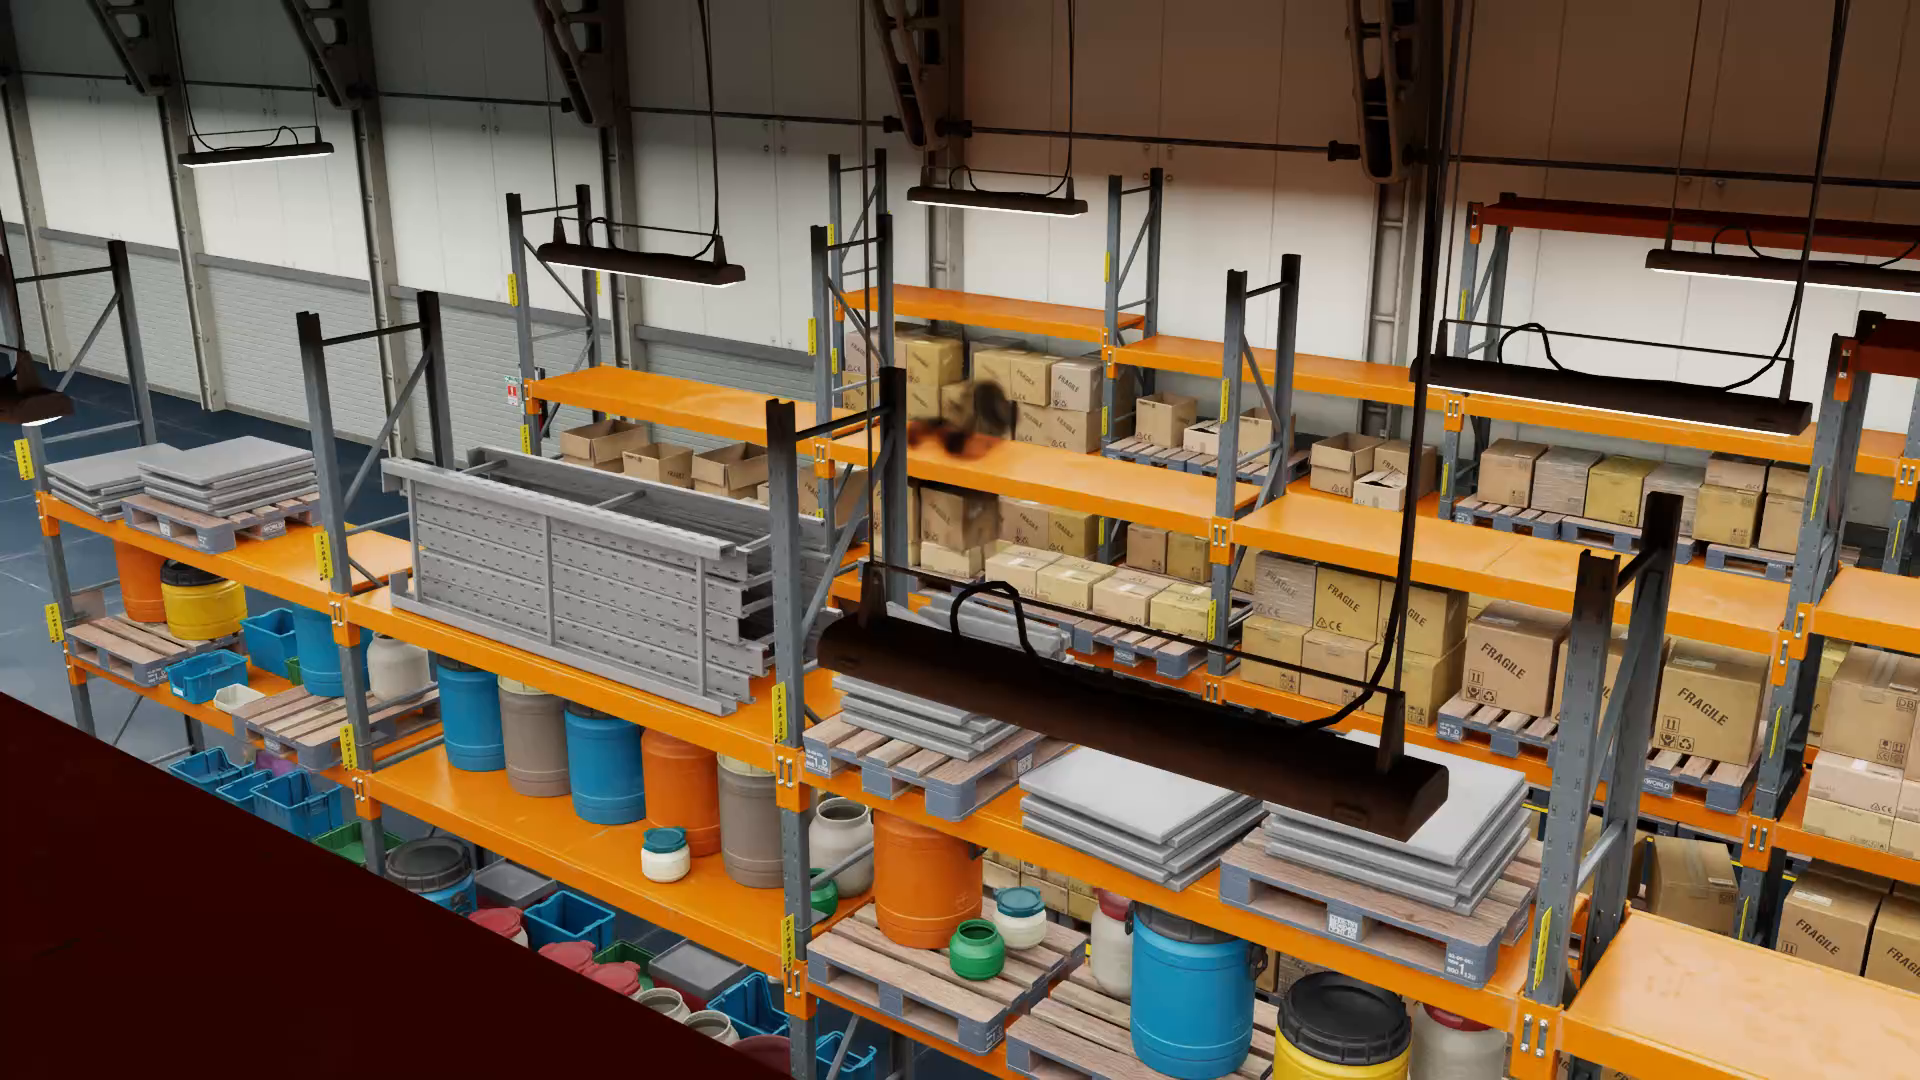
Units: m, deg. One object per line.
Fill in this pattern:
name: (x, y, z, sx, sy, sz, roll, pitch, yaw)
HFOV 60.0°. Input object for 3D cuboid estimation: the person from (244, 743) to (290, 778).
person: (-6.527, 2.271, 15.834, 0.846, 1.610, 0.551, 5, 19, 14)

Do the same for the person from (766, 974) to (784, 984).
person: (-1.224, 2.856, 13.143, 0.799, 1.651, 0.579, 9, 21, 25)
